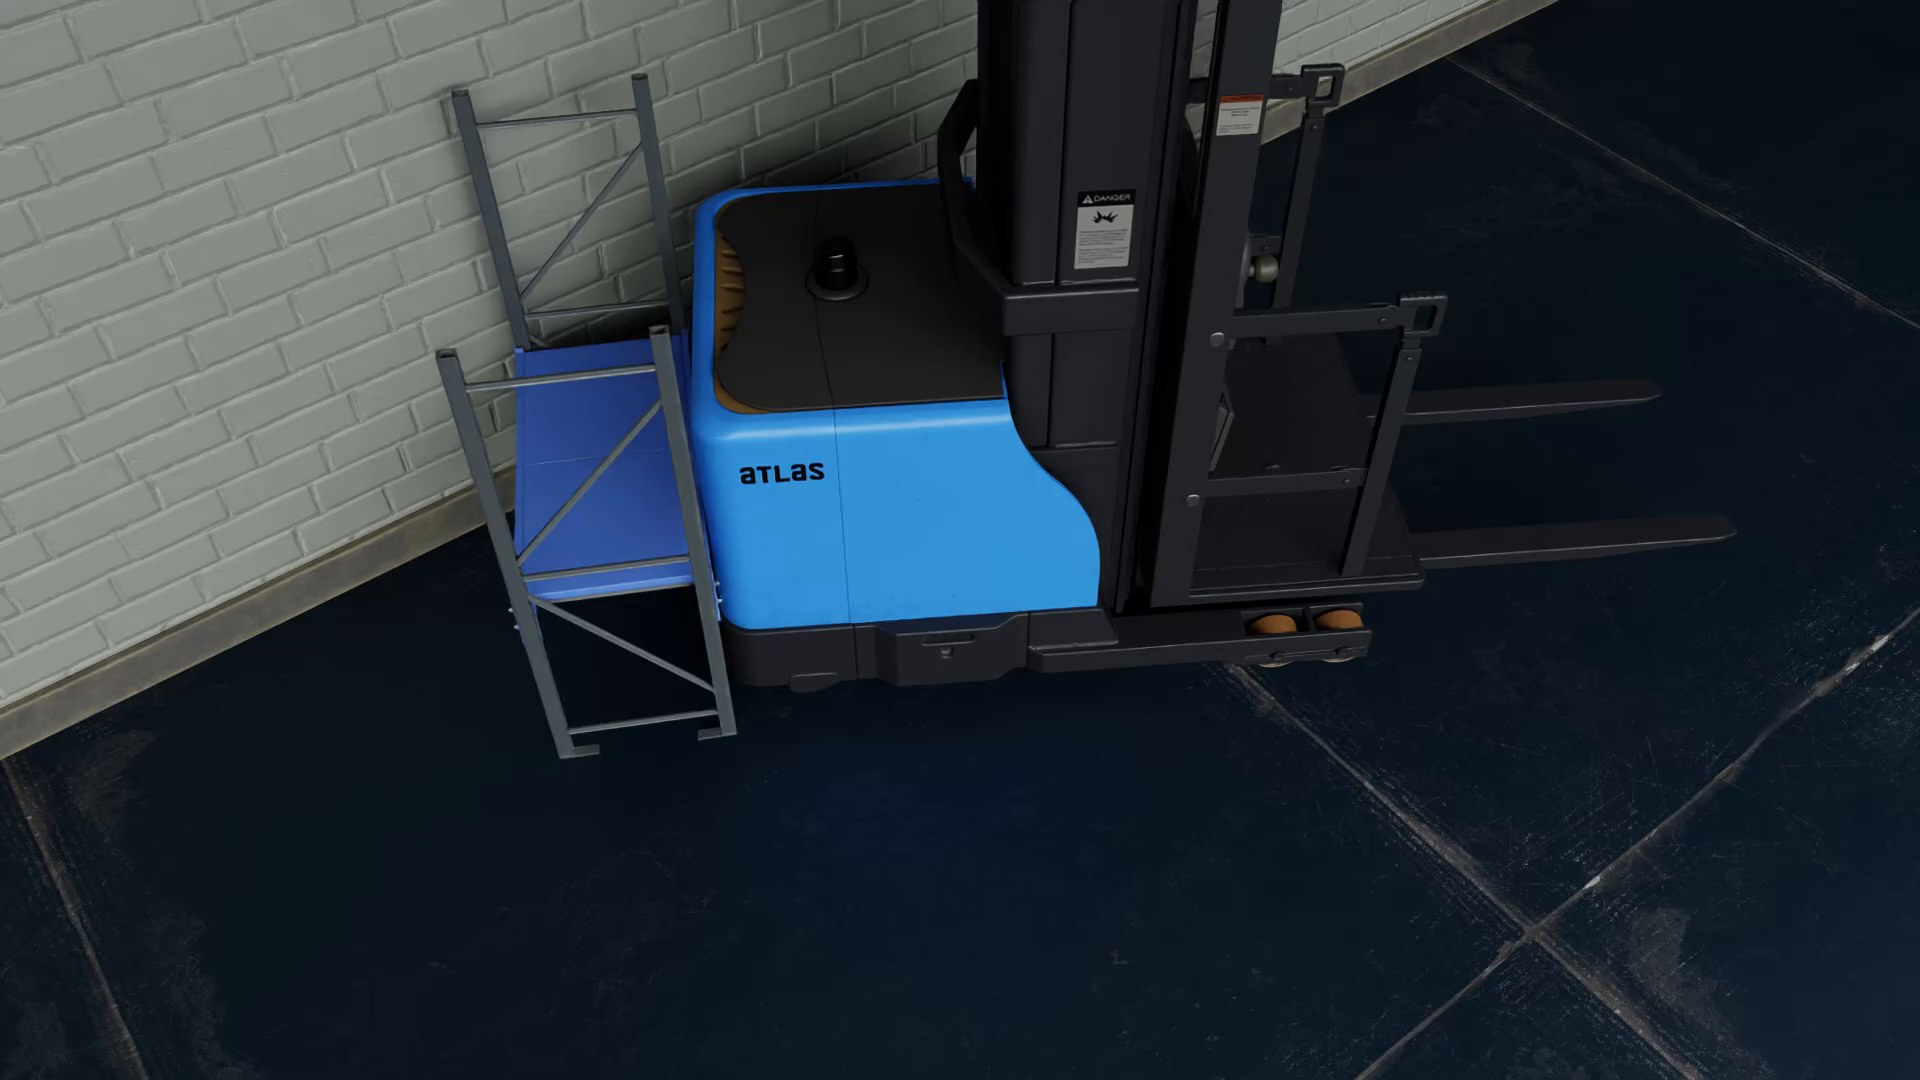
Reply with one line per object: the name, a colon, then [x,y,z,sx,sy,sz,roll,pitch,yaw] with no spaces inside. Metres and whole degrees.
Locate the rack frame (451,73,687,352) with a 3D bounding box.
rack frame: [-1.057,-0.670,4.845,0.500,1.500,0.032,-7,48,-7]

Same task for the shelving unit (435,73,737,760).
shelving unit: [-0.971,-0.299,4.508,0.538,1.500,1.048,-7,48,-7]

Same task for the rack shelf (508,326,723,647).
rack shelf: [-0.971,-0.178,4.642,0.538,0.185,1.000,-7,48,-7]

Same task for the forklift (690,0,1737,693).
forklift: [0.788,-0.999,4.177,3.031,2.935,1.130,-4,48,-4]

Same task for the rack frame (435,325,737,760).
rack frame: [-0.885,0.073,4.172,0.500,1.500,0.032,-7,48,-7]
